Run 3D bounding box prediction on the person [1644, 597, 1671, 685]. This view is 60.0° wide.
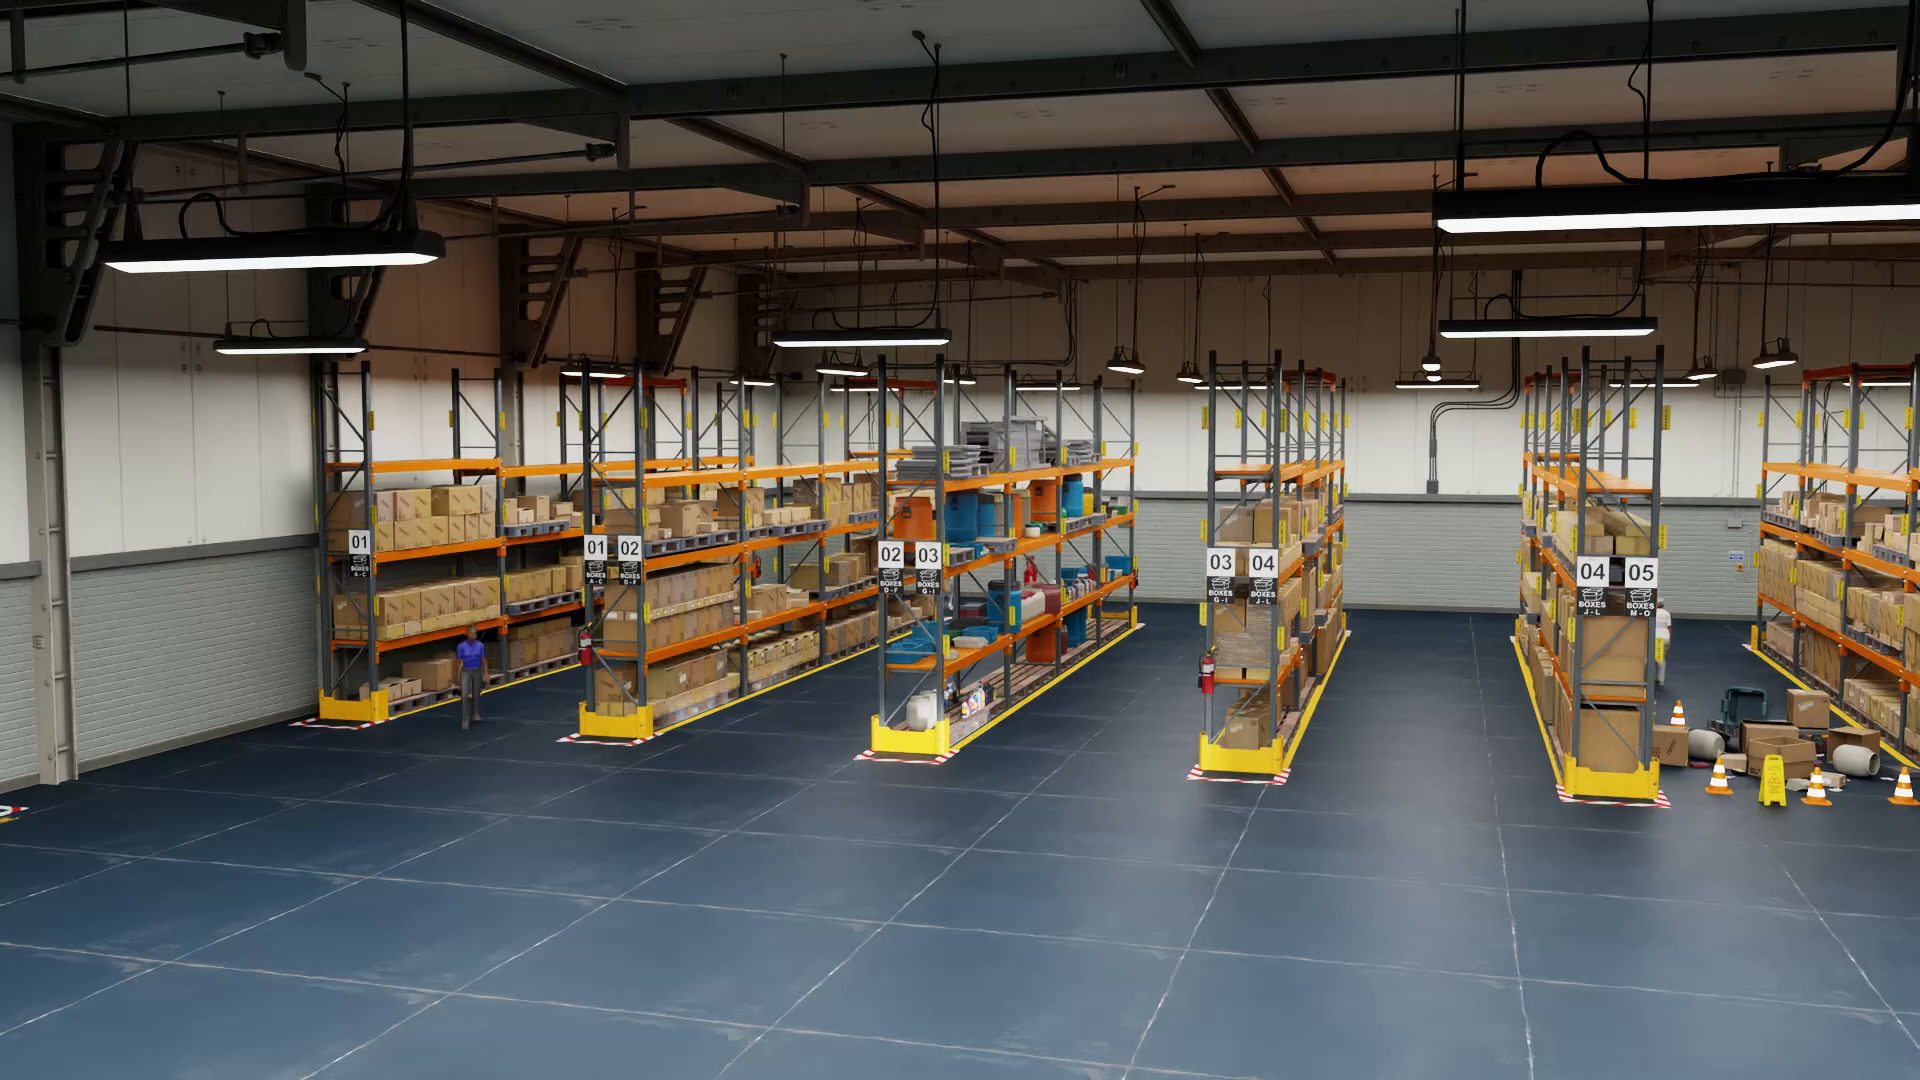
[{"bbox_3d":[13.224,1.941,31.578,0.526,1.710,0.424,-1,4,-7],"label":"person"}]

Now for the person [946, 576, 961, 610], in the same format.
[{"bbox_3d":[-0.158,1.057,43.946,0.418,1.606,0.430,1,4,11],"label":"person"}]

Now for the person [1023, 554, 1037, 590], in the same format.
[{"bbox_3d":[1.735,1.232,40.968,0.633,1.761,0.582,2,5,27],"label":"person"}]

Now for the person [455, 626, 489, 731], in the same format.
[{"bbox_3d":[-8.025,2.237,27.335,0.528,1.644,0.930,-1,4,-17],"label":"person"}]
